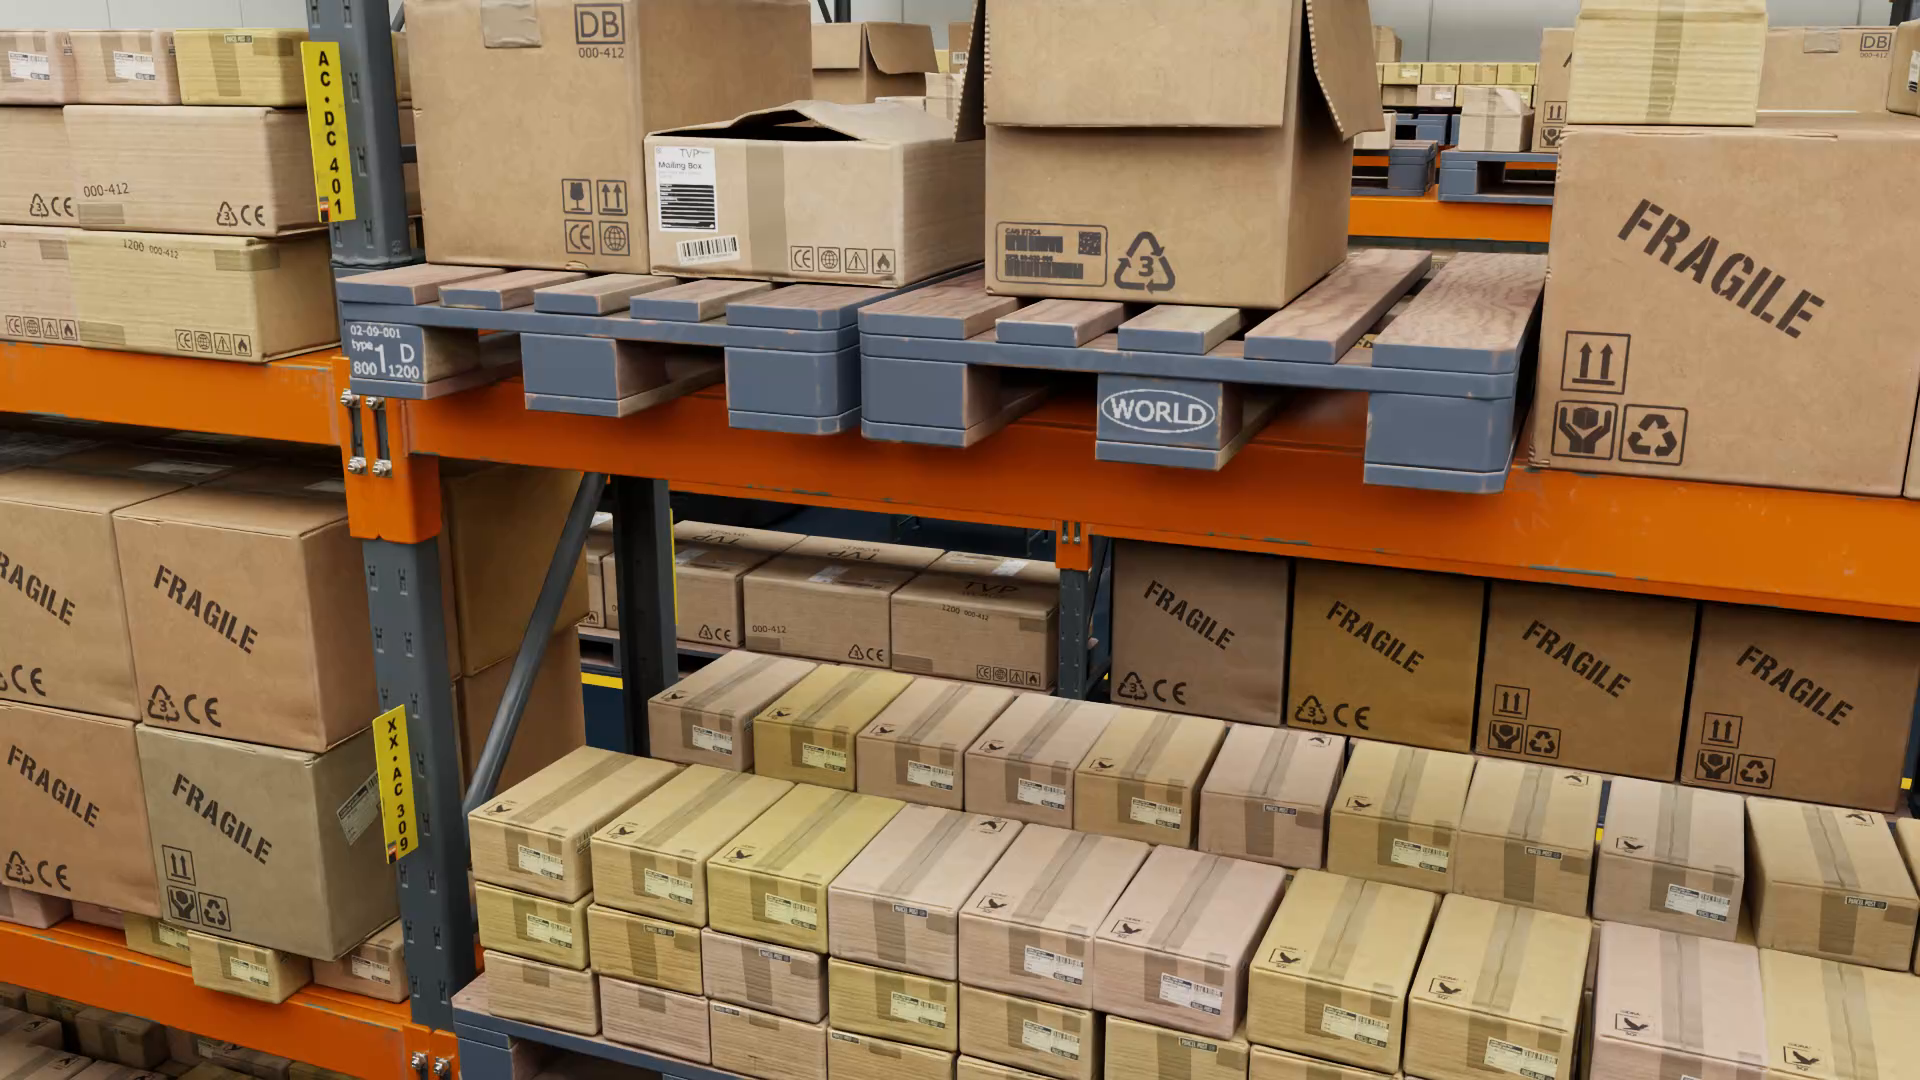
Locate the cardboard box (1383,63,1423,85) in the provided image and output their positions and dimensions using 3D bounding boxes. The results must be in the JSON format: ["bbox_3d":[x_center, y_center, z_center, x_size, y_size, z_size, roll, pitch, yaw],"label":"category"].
[{"bbox_3d":[3.165,-3.319,11.830,0.250,0.149,0.380,6,17,20],"label":"cardboard box"}]

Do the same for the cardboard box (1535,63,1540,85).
[{"bbox_3d":[4.125,-3.222,11.498,0.250,0.149,0.380,6,17,21],"label":"cardboard box"}]

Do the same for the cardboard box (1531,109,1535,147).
[{"bbox_3d":[2.550,-1.884,7.570,0.250,0.166,0.380,8,18,25],"label":"cardboard box"}]

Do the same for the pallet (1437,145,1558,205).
[{"bbox_3d":[2.797,-1.615,7.316,1.213,0.211,1.003,7,18,23],"label":"pallet"}]

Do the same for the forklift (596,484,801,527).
[{"bbox_3d":[-2.697,-1.715,12.825,3.031,2.935,1.130,6,17,20],"label":"forklift"}]

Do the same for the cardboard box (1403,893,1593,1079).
[{"bbox_3d":[0.909,0.764,2.794,0.250,0.149,0.380,7,18,23],"label":"cardboard box"}]

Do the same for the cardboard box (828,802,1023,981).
[{"bbox_3d":[-0.058,0.658,3.157,0.250,0.149,0.380,6,17,20],"label":"cardboard box"}]

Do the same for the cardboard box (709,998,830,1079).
[{"bbox_3d":[-0.297,0.917,3.331,0.250,0.149,0.380,6,17,21],"label":"cardboard box"}]

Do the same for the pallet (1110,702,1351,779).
[{"bbox_3d":[1.481,0.890,8.731,1.213,0.211,1.003,6,17,21],"label":"pallet"}]

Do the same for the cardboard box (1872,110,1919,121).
[{"bbox_3d":[1.833,-0.471,2.856,0.500,0.500,0.500,6,17,21],"label":"cardboard box"}]

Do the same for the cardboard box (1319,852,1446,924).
[{"bbox_3d":[0.908,0.711,3.508,0.250,0.149,0.380,7,18,23],"label":"cardboard box"}]

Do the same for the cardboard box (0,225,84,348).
[{"bbox_3d":[-2.002,-0.618,3.809,0.500,0.250,0.500,6,17,20],"label":"cardboard box"}]

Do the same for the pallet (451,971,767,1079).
[{"bbox_3d":[-0.329,0.993,3.716,1.213,0.211,1.003,6,17,21],"label":"pallet"}]

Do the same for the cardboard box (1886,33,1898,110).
[{"bbox_3d":[4.051,-1.791,6.644,0.637,0.503,0.797,5,17,17],"label":"cardboard box"}]

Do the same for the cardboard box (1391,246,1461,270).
[{"bbox_3d":[3.404,-1.886,12.357,0.500,0.500,0.700,6,17,21],"label":"cardboard box"}]

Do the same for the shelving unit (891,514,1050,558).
[{"bbox_3d":[0.079,-0.712,11.934,1.048,1.500,0.538,6,17,21],"label":"shelving unit"}]

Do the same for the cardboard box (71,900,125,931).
[{"bbox_3d":[-2.059,0.852,4.308,0.250,0.149,0.380,6,17,19],"label":"cardboard box"}]

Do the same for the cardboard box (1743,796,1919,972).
[{"bbox_3d":[1.652,0.650,3.185,0.250,0.149,0.380,6,17,18],"label":"cardboard box"}]

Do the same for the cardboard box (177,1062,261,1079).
[{"bbox_3d":[-2.112,1.612,4.535,0.250,0.149,0.380,7,18,22],"label":"cardboard box"}]

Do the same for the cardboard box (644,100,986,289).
[{"bbox_3d":[-0.245,-0.670,3.127,0.500,0.311,0.500,6,17,20],"label":"cardboard box"}]

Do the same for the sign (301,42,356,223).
[{"bbox_3d":[-1.178,-0.762,3.111,0.005,0.325,0.100,6,17,21],"label":"sign"}]

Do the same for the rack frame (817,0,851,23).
[{"bbox_3d":[-1.167,-5.087,13.555,0.127,3.000,1.000,6,17,21],"label":"rack frame"}]

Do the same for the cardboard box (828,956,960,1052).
[{"bbox_3d":[-0.064,0.800,3.203,0.250,0.149,0.380,5,17,18],"label":"cardboard box"}]

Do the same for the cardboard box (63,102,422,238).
[{"bbox_3d":[-1.509,-0.805,3.557,0.500,0.250,0.500,5,17,18],"label":"cardboard box"}]

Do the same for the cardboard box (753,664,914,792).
[{"bbox_3d":[-0.291,0.436,3.921,0.250,0.149,0.380,6,17,19],"label":"cardboard box"}]

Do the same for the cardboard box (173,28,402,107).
[{"bbox_3d":[-1.378,-0.976,3.432,0.250,0.149,0.380,5,17,18],"label":"cardboard box"}]

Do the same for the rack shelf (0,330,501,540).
[{"bbox_3d":[-2.847,-0.514,4.476,4.000,0.370,1.077,6,17,21],"label":"rack shelf"}]

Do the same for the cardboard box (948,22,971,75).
[{"bbox_3d":[0.266,-2.362,8.437,0.500,0.500,0.500,7,17,22],"label":"cardboard box"}]

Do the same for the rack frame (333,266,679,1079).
[{"bbox_3d":[-0.986,0.785,4.089,0.127,3.000,1.000,6,17,21],"label":"rack frame"}]

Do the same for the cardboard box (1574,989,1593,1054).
[{"bbox_3d":[1.392,0.906,3.368,0.250,0.149,0.380,7,18,22],"label":"cardboard box"}]

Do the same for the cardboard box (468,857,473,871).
[{"bbox_3d":[-1.130,0.792,4.516,0.250,0.149,0.380,7,18,23],"label":"cardboard box"}]

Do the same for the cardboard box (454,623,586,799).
[{"bbox_3d":[-1.354,0.478,4.433,0.500,0.500,0.500,6,17,20],"label":"cardboard box"}]

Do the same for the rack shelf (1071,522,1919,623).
[{"bbox_3d":[2.597,0.041,7.942,4.000,0.370,1.077,6,17,21],"label":"rack shelf"}]

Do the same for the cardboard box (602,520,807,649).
[{"bbox_3d":[-1.480,0.244,9.796,0.875,0.438,0.875,7,18,22],"label":"cardboard box"}]

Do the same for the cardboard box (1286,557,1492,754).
[{"bbox_3d":[2.185,0.443,8.326,0.875,0.875,0.875,7,18,22],"label":"cardboard box"}]

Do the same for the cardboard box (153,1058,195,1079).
[{"bbox_3d":[-2.212,1.609,5.078,0.250,0.149,0.380,7,18,23],"label":"cardboard box"}]

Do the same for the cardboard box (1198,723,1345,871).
[{"bbox_3d":[0.671,0.542,3.555,0.250,0.149,0.380,5,17,18],"label":"cardboard box"}]

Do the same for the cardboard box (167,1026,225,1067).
[{"bbox_3d":[-2.176,1.453,5.080,0.250,0.149,0.380,7,17,22],"label":"cardboard box"}]

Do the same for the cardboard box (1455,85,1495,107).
[{"bbox_3d":[3.637,-3.129,11.708,0.250,0.149,0.380,6,17,20],"label":"cardboard box"}]

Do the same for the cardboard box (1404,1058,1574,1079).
[{"bbox_3d":[0.907,0.907,2.834,0.250,0.149,0.380,7,18,22],"label":"cardboard box"}]

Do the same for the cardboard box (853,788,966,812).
[{"bbox_3d":[-0.068,0.604,3.878,0.250,0.149,0.380,7,18,23],"label":"cardboard box"}]

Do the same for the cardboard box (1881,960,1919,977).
[{"bbox_3d":[1.856,0.815,3.149,0.250,0.149,0.380,6,17,19],"label":"cardboard box"}]

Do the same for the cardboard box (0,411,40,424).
[{"bbox_3d":[-2.739,-0.157,4.827,0.500,0.500,0.500,6,17,19],"label":"cardboard box"}]
